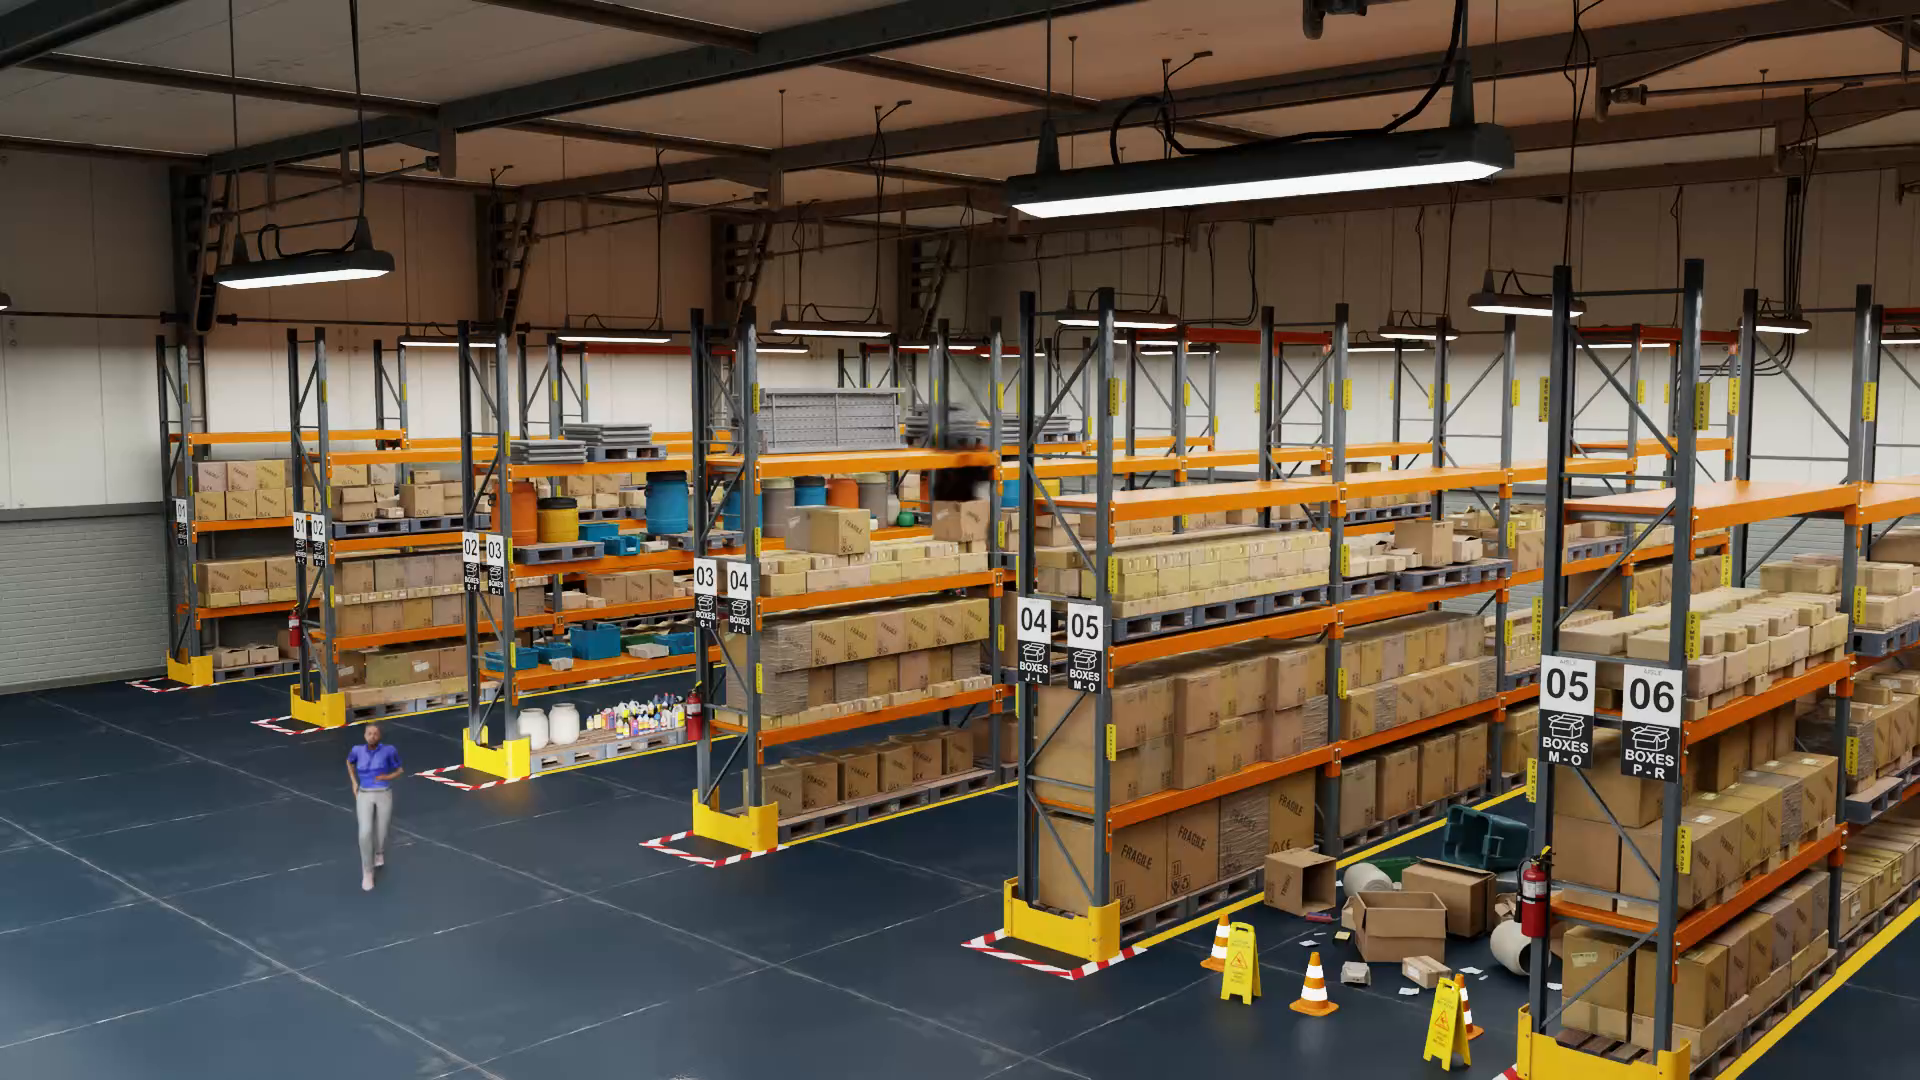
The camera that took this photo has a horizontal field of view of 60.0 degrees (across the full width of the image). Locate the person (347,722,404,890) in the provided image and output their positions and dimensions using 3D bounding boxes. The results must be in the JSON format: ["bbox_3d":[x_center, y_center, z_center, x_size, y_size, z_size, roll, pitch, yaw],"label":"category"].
[{"bbox_3d":[-6.094,2.734,17.378,0.548,1.712,0.844,-2,6,-22],"label":"person"}]
